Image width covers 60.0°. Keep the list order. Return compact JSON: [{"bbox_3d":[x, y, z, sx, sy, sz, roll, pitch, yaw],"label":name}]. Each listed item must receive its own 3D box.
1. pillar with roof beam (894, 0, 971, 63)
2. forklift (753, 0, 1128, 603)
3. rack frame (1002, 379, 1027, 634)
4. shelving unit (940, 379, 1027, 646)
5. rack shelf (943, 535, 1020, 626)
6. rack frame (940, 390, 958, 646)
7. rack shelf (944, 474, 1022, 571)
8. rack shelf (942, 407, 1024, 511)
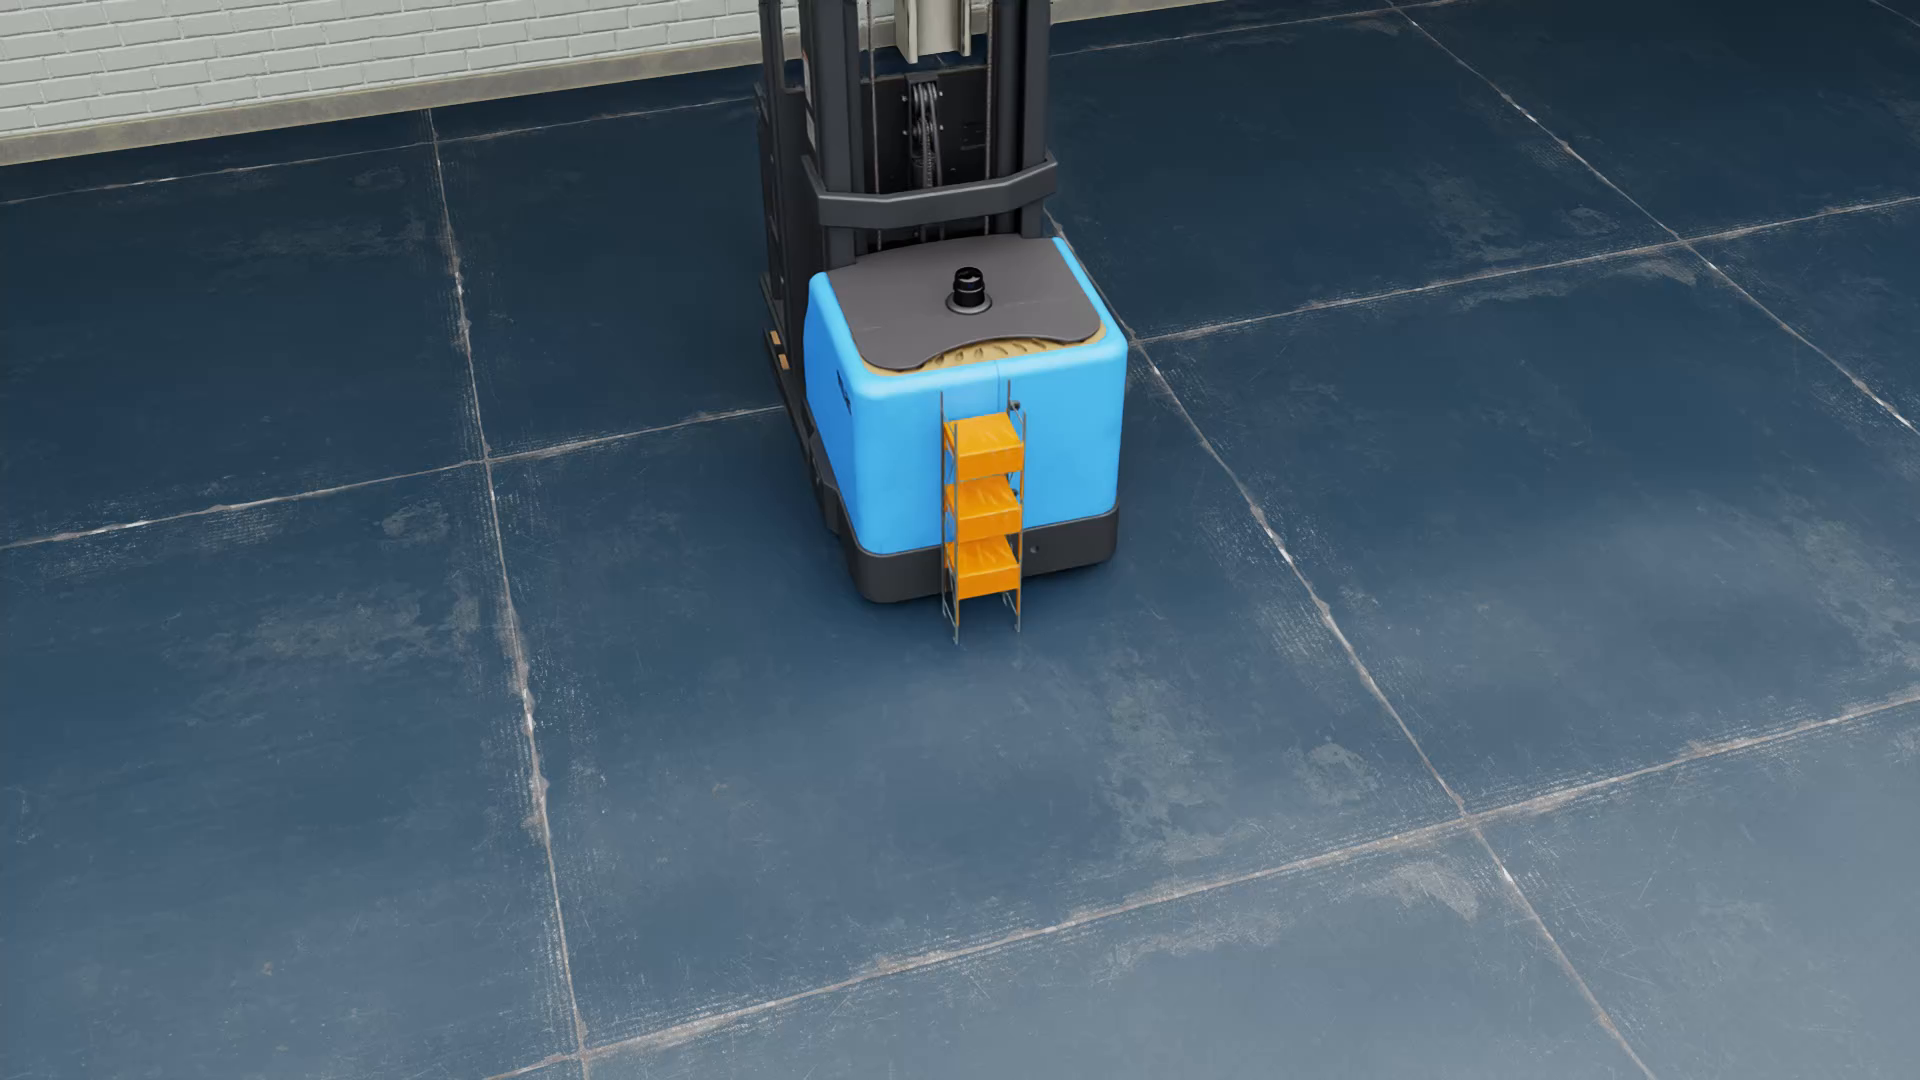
[{"bbox_3d":[1.126,-3.702,4.148,0.400,9.000,9.100,-12,42,-13],"label":"pillar with roof beam"},{"bbox_3d":[-0.272,-1.843,6.632,1.130,2.935,3.031,-11,42,-12],"label":"forklift"},{"bbox_3d":[0.196,-0.102,6.068,0.008,1.050,0.200,-11,42,-12],"label":"rack frame"},{"bbox_3d":[0.079,-0.080,6.043,0.252,1.050,0.215,-11,42,-12],"label":"shelving unit"},{"bbox_3d":[0.079,0.138,6.233,0.240,0.259,0.215,-11,42,-12],"label":"rack shelf"},{"bbox_3d":[-0.039,-0.058,6.018,0.008,1.050,0.200,-11,42,-12],"label":"rack frame"},{"bbox_3d":[0.079,-0.072,6.050,0.240,0.259,0.215,-11,42,-12],"label":"rack shelf"},{"bbox_3d":[0.079,-0.285,5.863,0.240,0.259,0.215,-11,42,-12],"label":"rack shelf"}]
